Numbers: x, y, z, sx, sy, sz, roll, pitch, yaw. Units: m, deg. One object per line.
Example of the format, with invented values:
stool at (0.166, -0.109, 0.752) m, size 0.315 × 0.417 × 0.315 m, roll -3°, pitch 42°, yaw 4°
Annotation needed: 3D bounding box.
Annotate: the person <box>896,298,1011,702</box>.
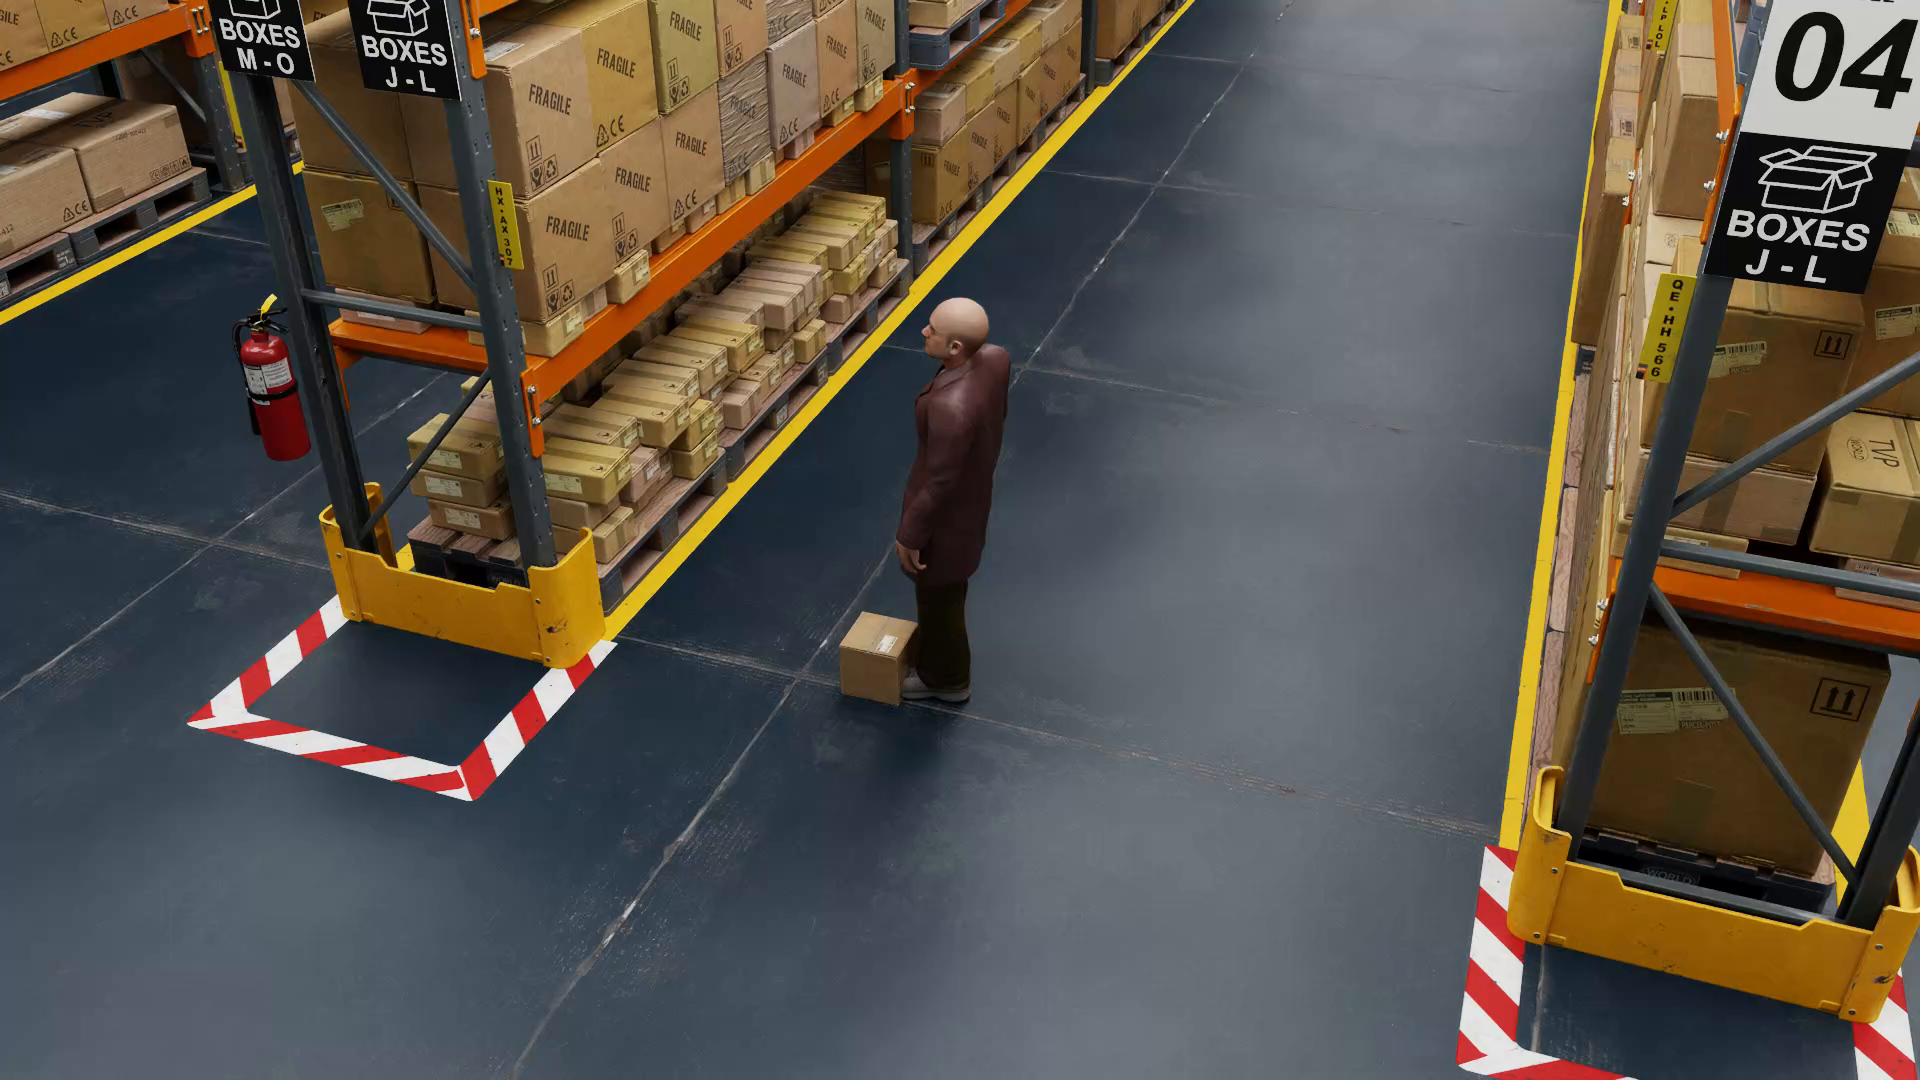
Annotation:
person at (-0.140, -0.140, 6.354) m, size 0.579 × 1.779 × 0.698 m, roll 11°, pitch 34°, yaw 17°
